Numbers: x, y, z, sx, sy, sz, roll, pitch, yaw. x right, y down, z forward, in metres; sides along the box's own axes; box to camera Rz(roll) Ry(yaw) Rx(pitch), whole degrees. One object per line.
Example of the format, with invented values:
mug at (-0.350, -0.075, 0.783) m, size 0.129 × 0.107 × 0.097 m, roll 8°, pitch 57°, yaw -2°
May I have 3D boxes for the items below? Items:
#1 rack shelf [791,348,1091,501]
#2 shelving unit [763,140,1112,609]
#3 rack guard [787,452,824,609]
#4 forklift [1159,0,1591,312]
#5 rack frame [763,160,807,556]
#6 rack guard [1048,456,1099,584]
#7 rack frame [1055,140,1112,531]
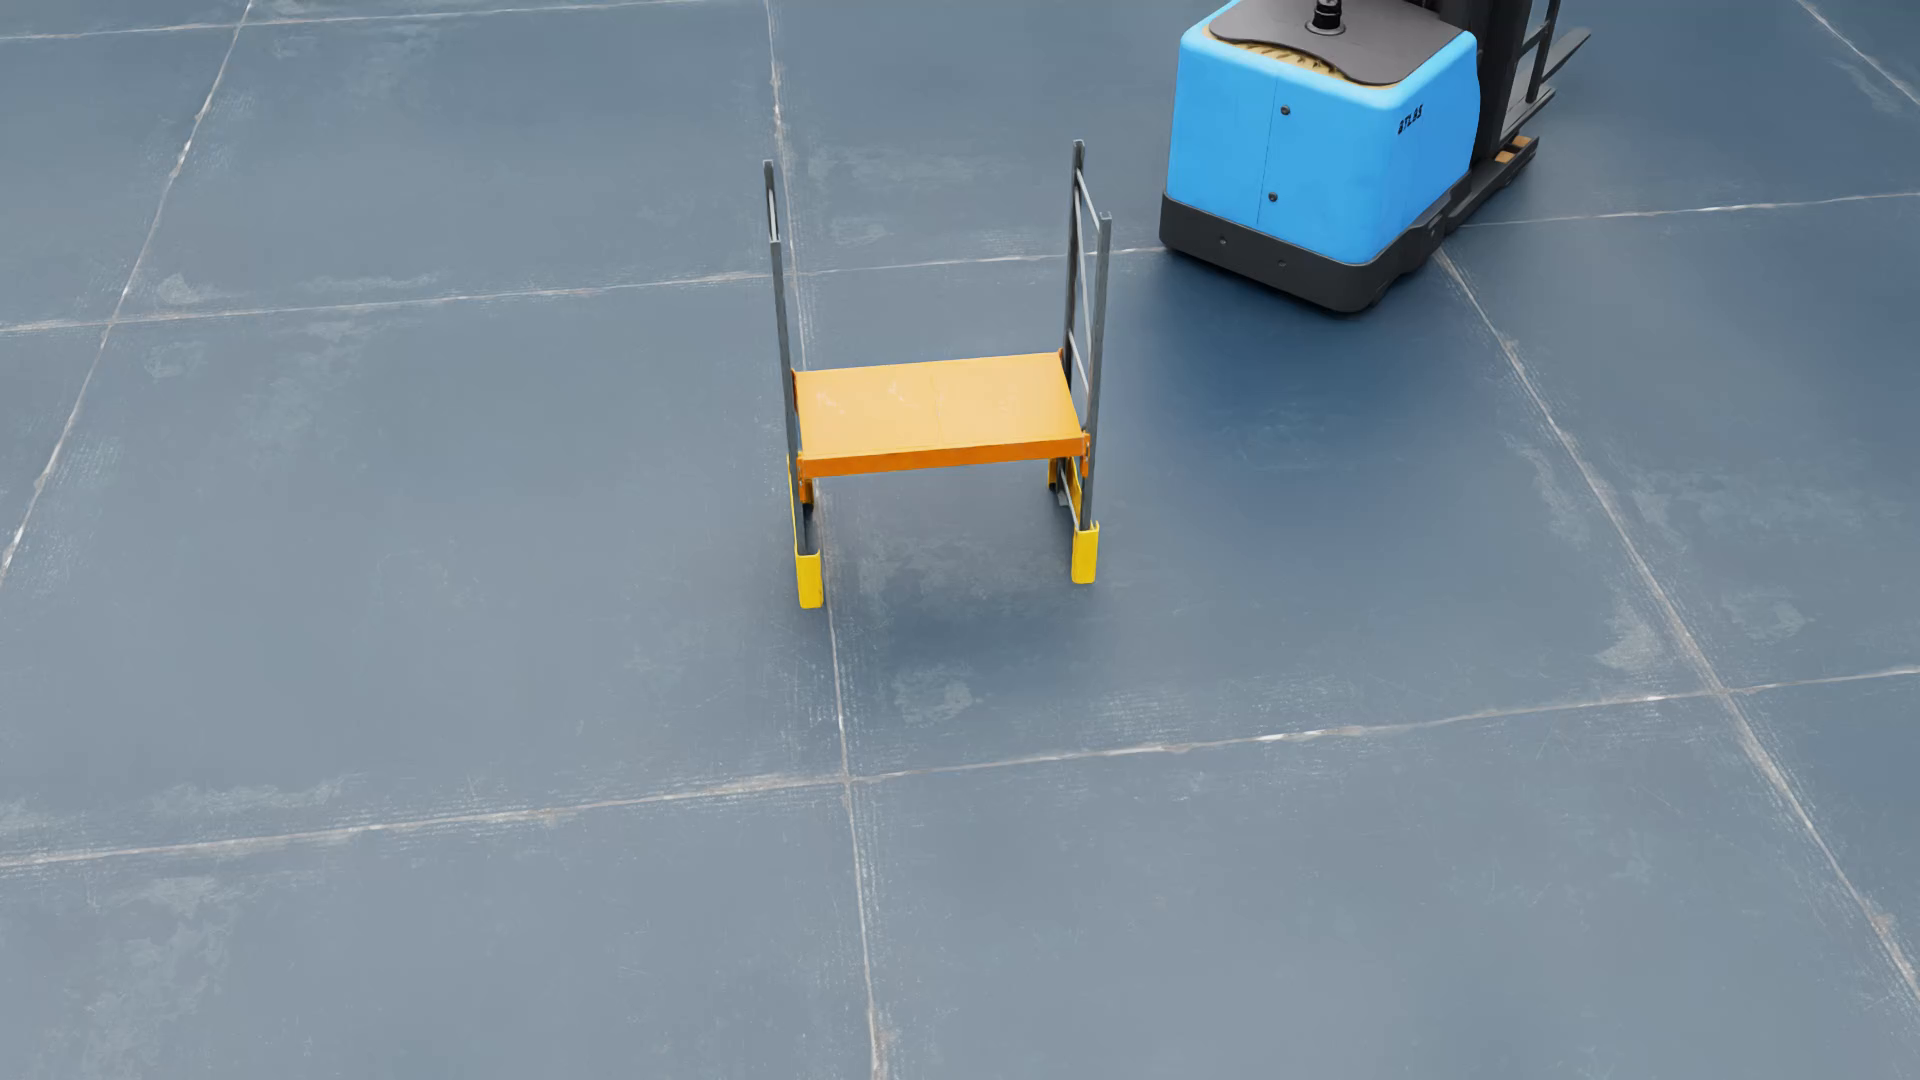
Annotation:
rack shelf at (-0.085, -0.416, 5.860) m, size 1.000 × 0.185 × 0.538 m, roll -5°, pitch 42°, yaw -6°
shelving unit at (-0.076, -0.550, 5.740) m, size 1.083 × 1.500 × 0.587 m, roll -5°, pitch 42°, yaw -6°
rack guard at (-0.569, -0.043, 6.111) m, size 0.087 × 0.250 × 0.587 m, roll -5°, pitch 42°, yaw -6°
forklift at (2.218, -3.013, 7.403) m, size 1.130 × 2.935 × 3.031 m, roll 27°, pitch 49°, yaw 27°
rack frame at (-0.589, -0.505, 5.691) m, size 0.032 × 1.500 × 0.500 m, roll -5°, pitch 42°, yaw -6°
rack guard at (0.418, -0.129, 6.207) m, size 0.087 × 0.250 × 0.587 m, roll -5°, pitch 42°, yaw -6°
rack frame at (0.419, -0.594, 5.788) m, size 0.032 × 1.500 × 0.500 m, roll -5°, pitch 42°, yaw -6°
